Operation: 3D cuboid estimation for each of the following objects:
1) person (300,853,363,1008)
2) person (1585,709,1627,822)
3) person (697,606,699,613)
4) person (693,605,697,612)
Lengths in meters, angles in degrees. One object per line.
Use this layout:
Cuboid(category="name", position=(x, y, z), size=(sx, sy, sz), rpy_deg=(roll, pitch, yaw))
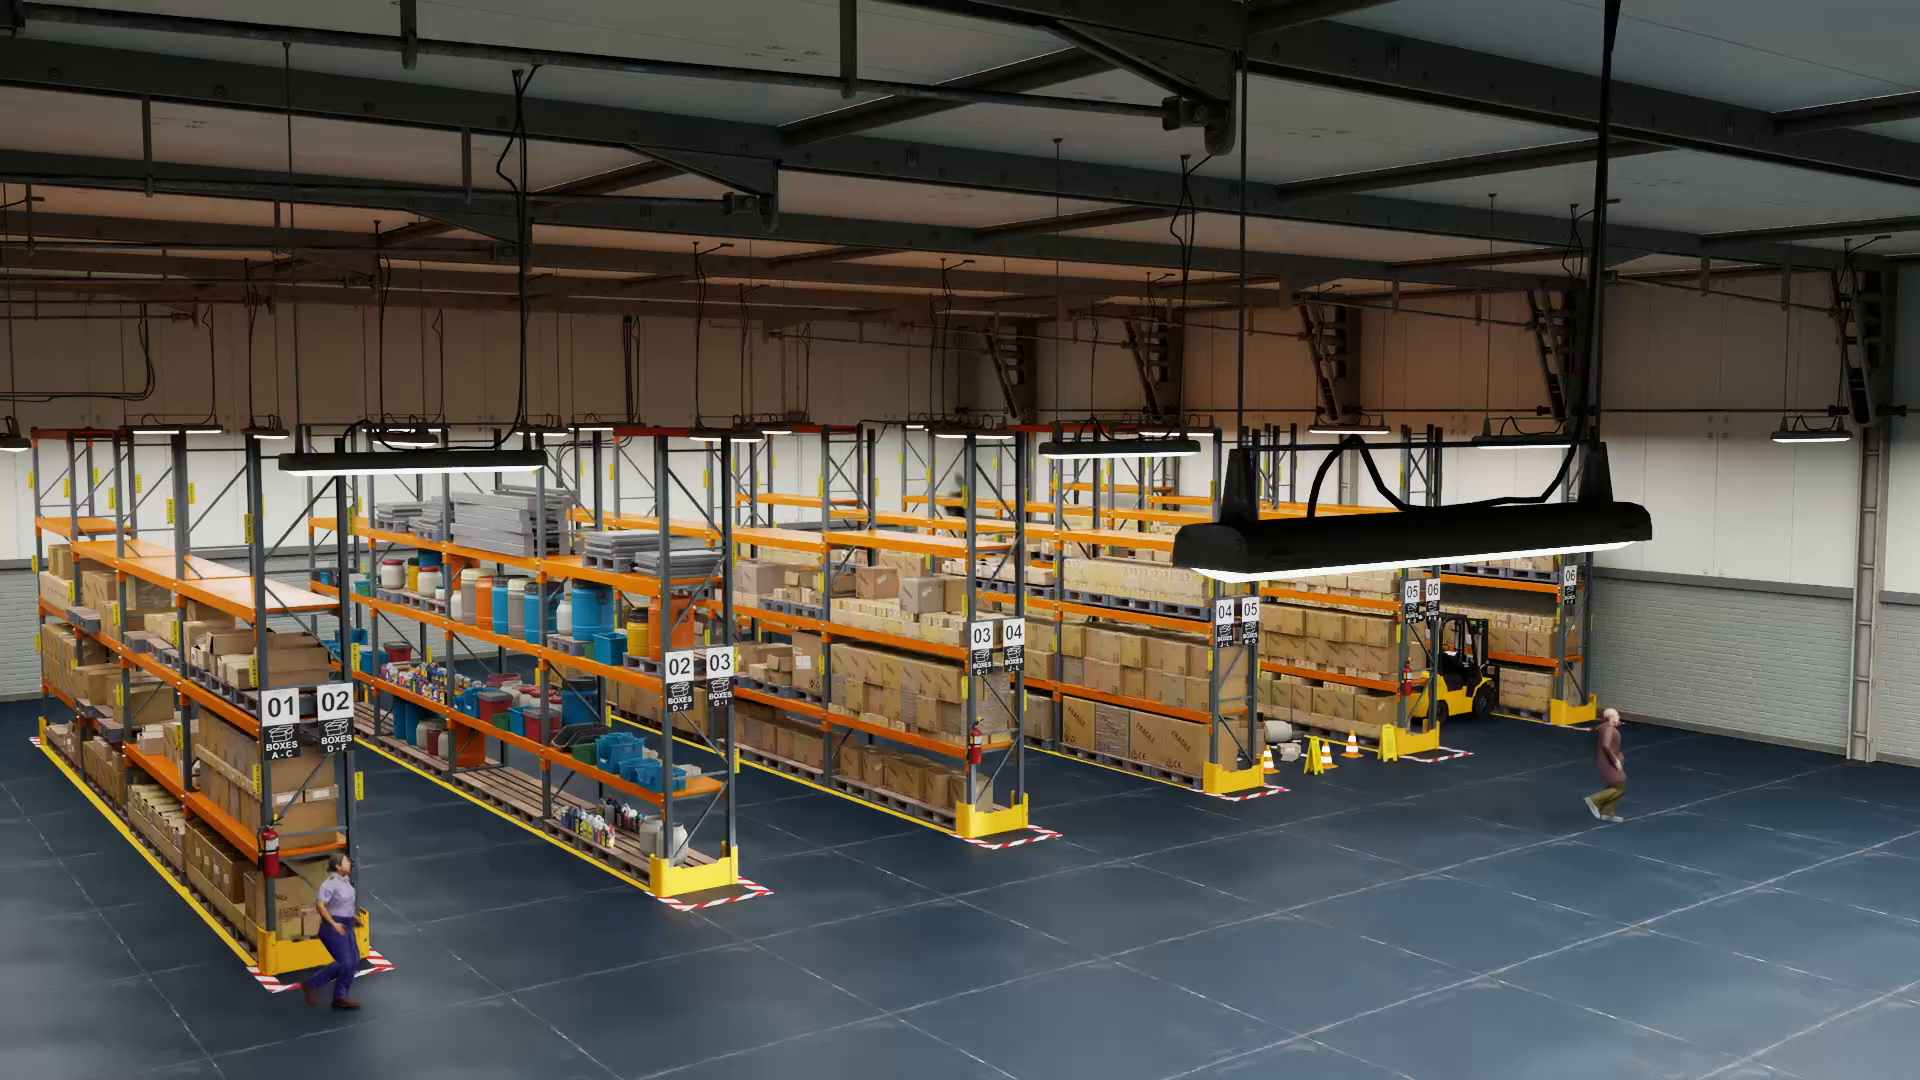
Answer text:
Cuboid(category="person", position=(-6.683, 4.151, 17.739), size=(0.569, 1.584, 0.690), rpy_deg=(0, 5, -6))
Cuboid(category="person", position=(9.960, 3.457, 25.579), size=(0.574, 1.750, 0.731), rpy_deg=(1, 5, 8))
Cuboid(category="person", position=(-6.477, 2.344, 40.116), size=(0.686, 1.701, 0.744), rpy_deg=(1, 5, 13))
Cuboid(category="person", position=(-6.417, 2.372, 39.363), size=(0.959, 1.726, 0.782), rpy_deg=(0, 4, -6))
